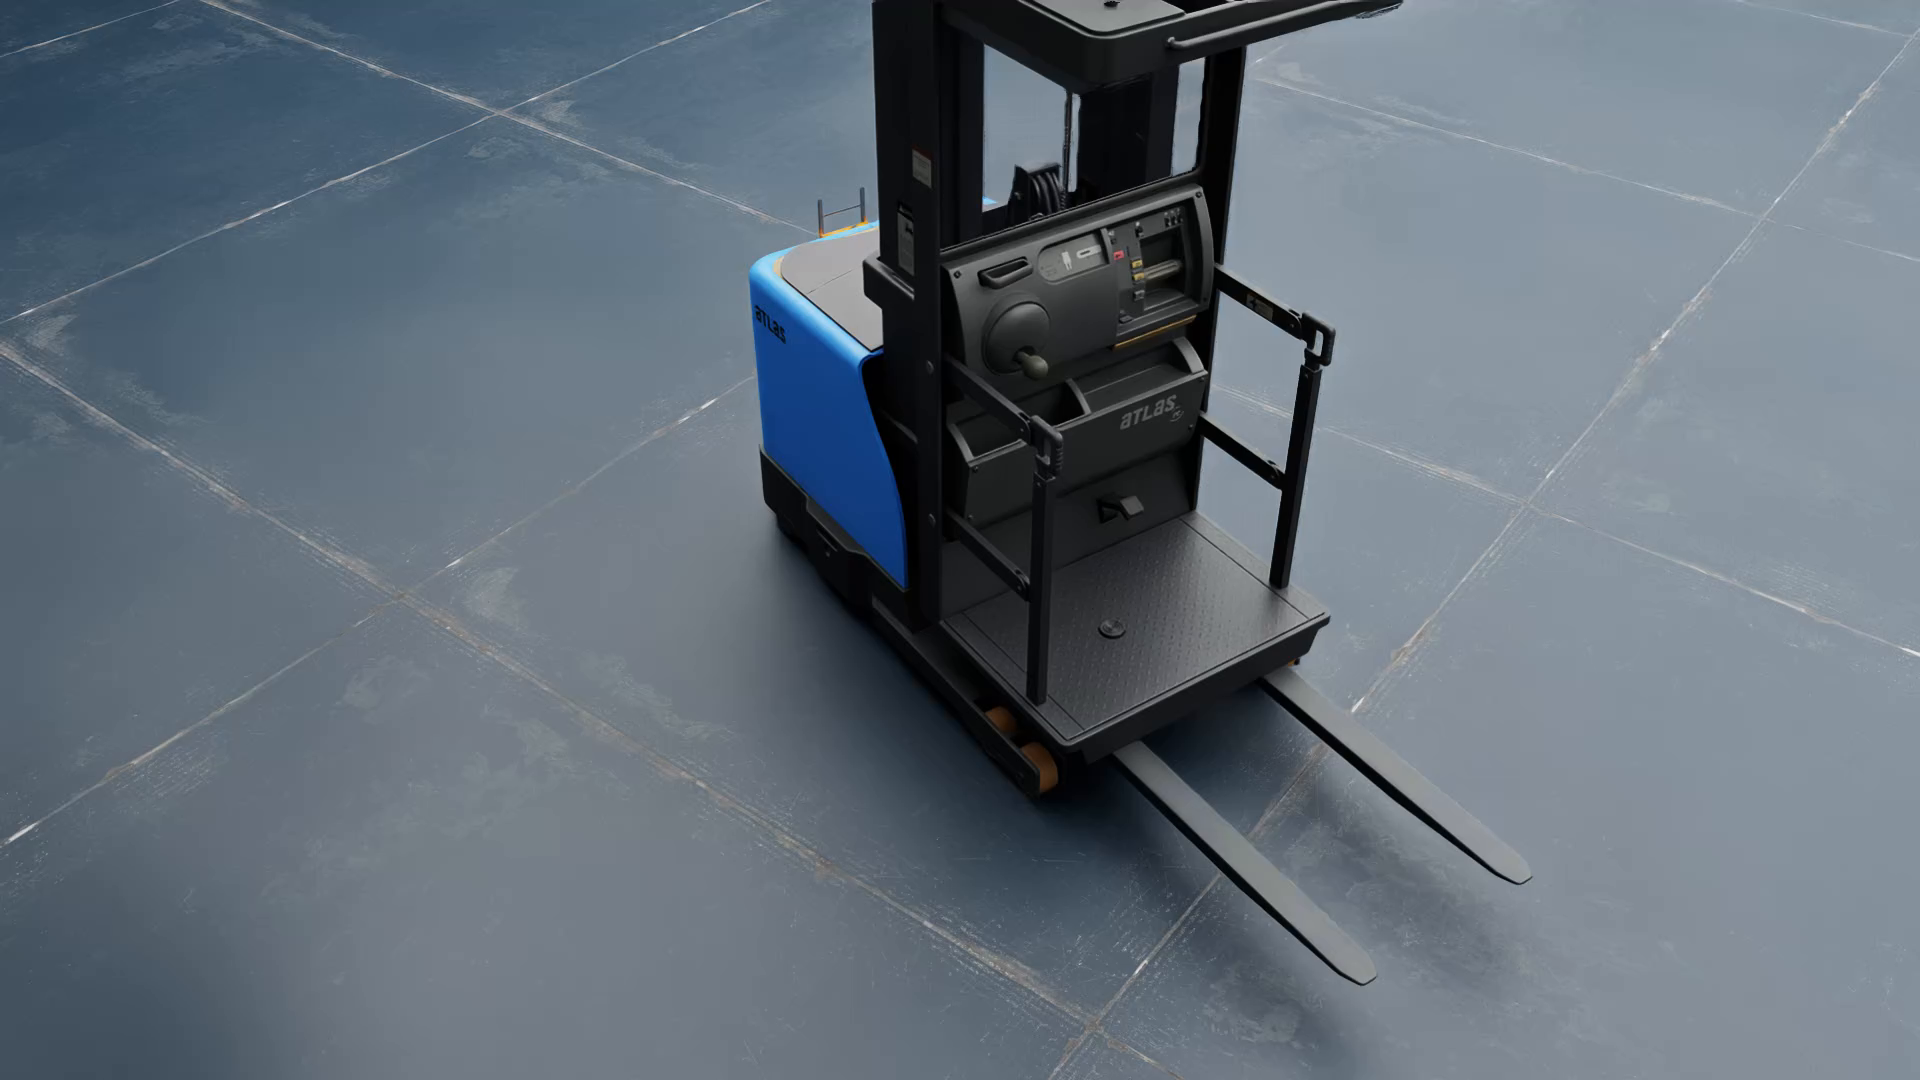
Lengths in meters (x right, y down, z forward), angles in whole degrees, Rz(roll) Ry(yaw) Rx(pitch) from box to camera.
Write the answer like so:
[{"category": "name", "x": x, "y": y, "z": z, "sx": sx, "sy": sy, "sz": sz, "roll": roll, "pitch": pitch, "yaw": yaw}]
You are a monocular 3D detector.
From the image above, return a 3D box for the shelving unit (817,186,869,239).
[{"category": "shelving unit", "x": -0.375, "y": -0.815, "z": 6.440, "sx": 0.215, "sy": 1.050, "sz": 0.252, "roll": -23, "pitch": 43, "yaw": -26}]

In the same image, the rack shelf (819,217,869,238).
[{"category": "rack shelf", "x": -0.375, "y": -1.031, "z": 6.271, "sx": 0.215, "sy": 0.259, "sz": 0.240, "roll": -23, "pitch": 43, "yaw": -26}]

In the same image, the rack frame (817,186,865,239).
[{"category": "rack frame", "x": -0.444, "y": -0.878, "z": 6.520, "sx": 0.200, "sy": 1.050, "sz": 0.008, "roll": -23, "pitch": 43, "yaw": -26}]

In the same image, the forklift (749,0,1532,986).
[{"category": "forklift", "x": 0.492, "y": -0.691, "z": 4.755, "sx": 1.130, "sy": 2.935, "sz": 3.031, "roll": -23, "pitch": 43, "yaw": -26}]

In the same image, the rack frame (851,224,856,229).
[{"category": "rack frame", "x": -0.307, "y": -0.753, "z": 6.360, "sx": 0.200, "sy": 1.050, "sz": 0.008, "roll": -23, "pitch": 43, "yaw": -26}]
